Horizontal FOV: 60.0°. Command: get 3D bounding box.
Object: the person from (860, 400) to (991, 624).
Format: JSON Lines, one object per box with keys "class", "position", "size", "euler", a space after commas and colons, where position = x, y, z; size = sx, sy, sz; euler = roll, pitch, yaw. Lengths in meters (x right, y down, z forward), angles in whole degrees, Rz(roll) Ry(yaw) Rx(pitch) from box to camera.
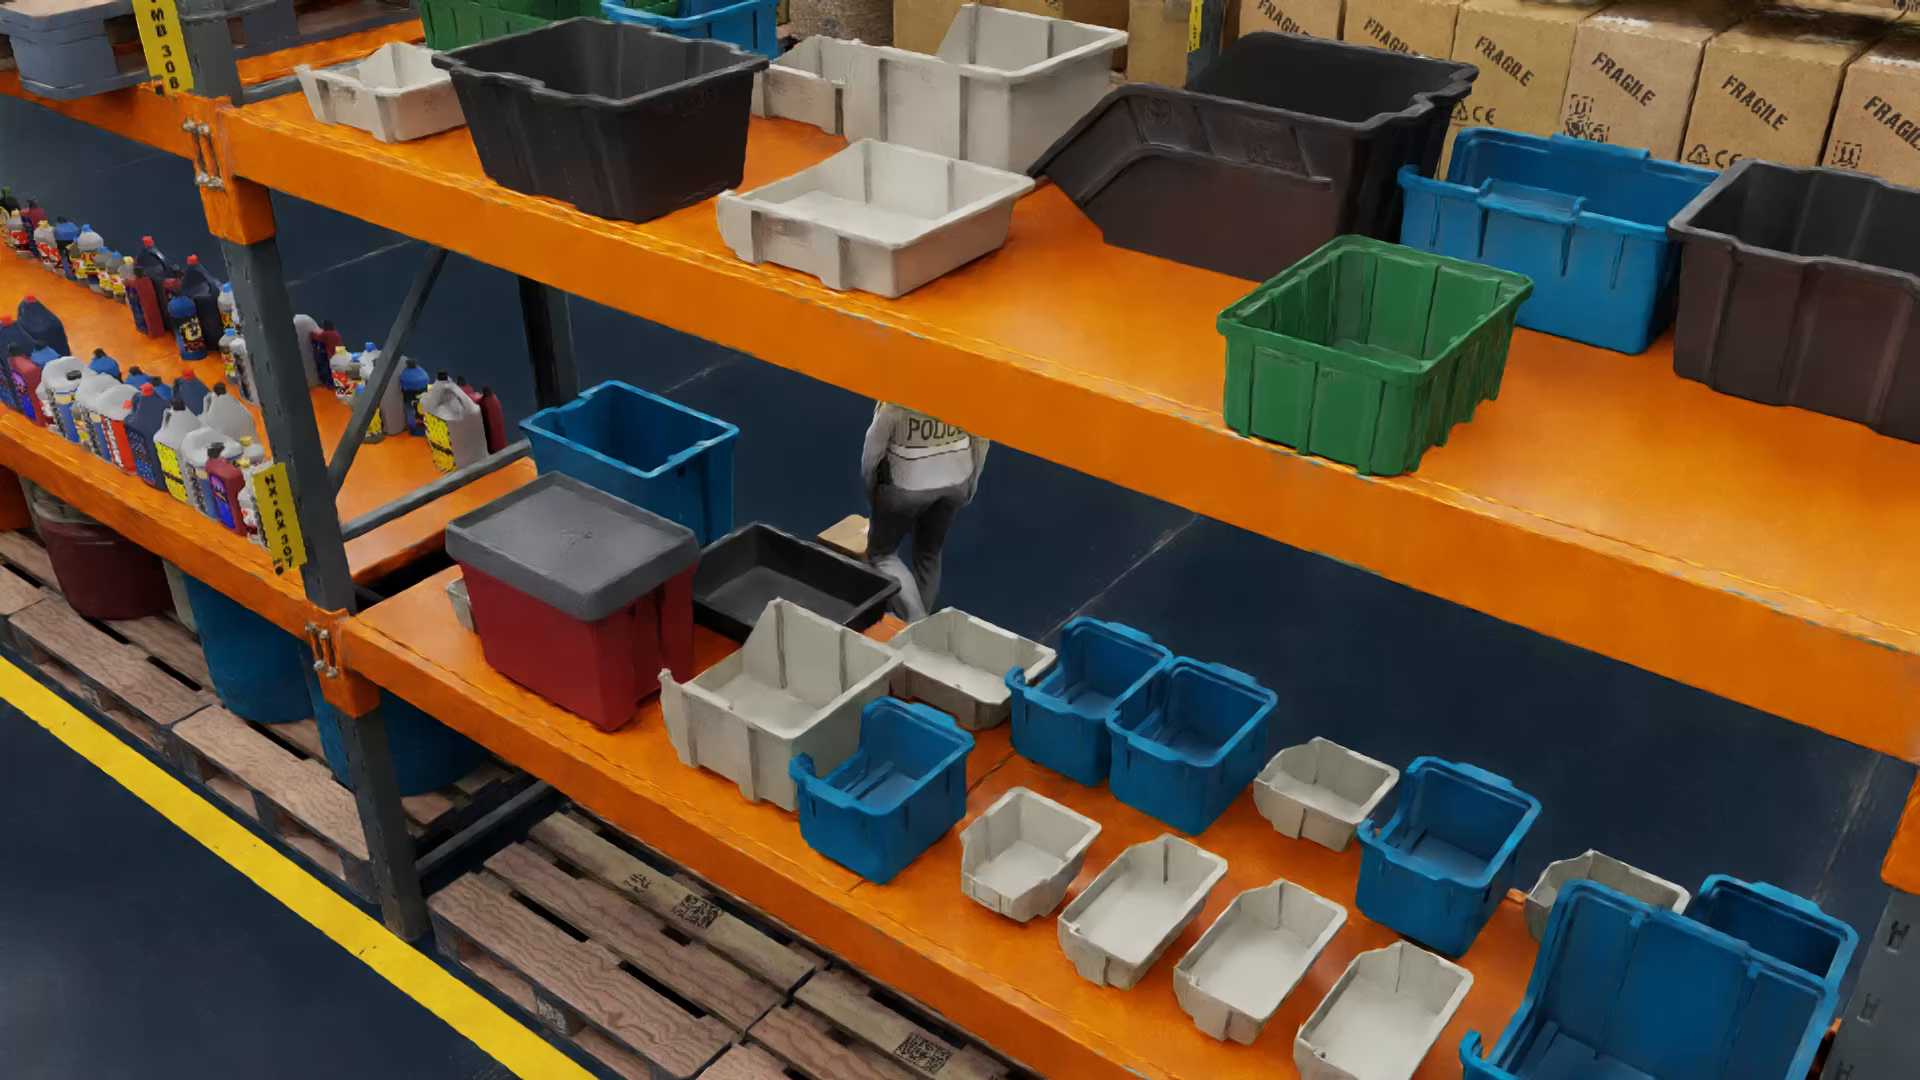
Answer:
{"class": "person", "position": [-0.131, -0.233, 6.515], "size": [0.501, 1.654, 0.615], "euler": [-14, 34, -22]}
